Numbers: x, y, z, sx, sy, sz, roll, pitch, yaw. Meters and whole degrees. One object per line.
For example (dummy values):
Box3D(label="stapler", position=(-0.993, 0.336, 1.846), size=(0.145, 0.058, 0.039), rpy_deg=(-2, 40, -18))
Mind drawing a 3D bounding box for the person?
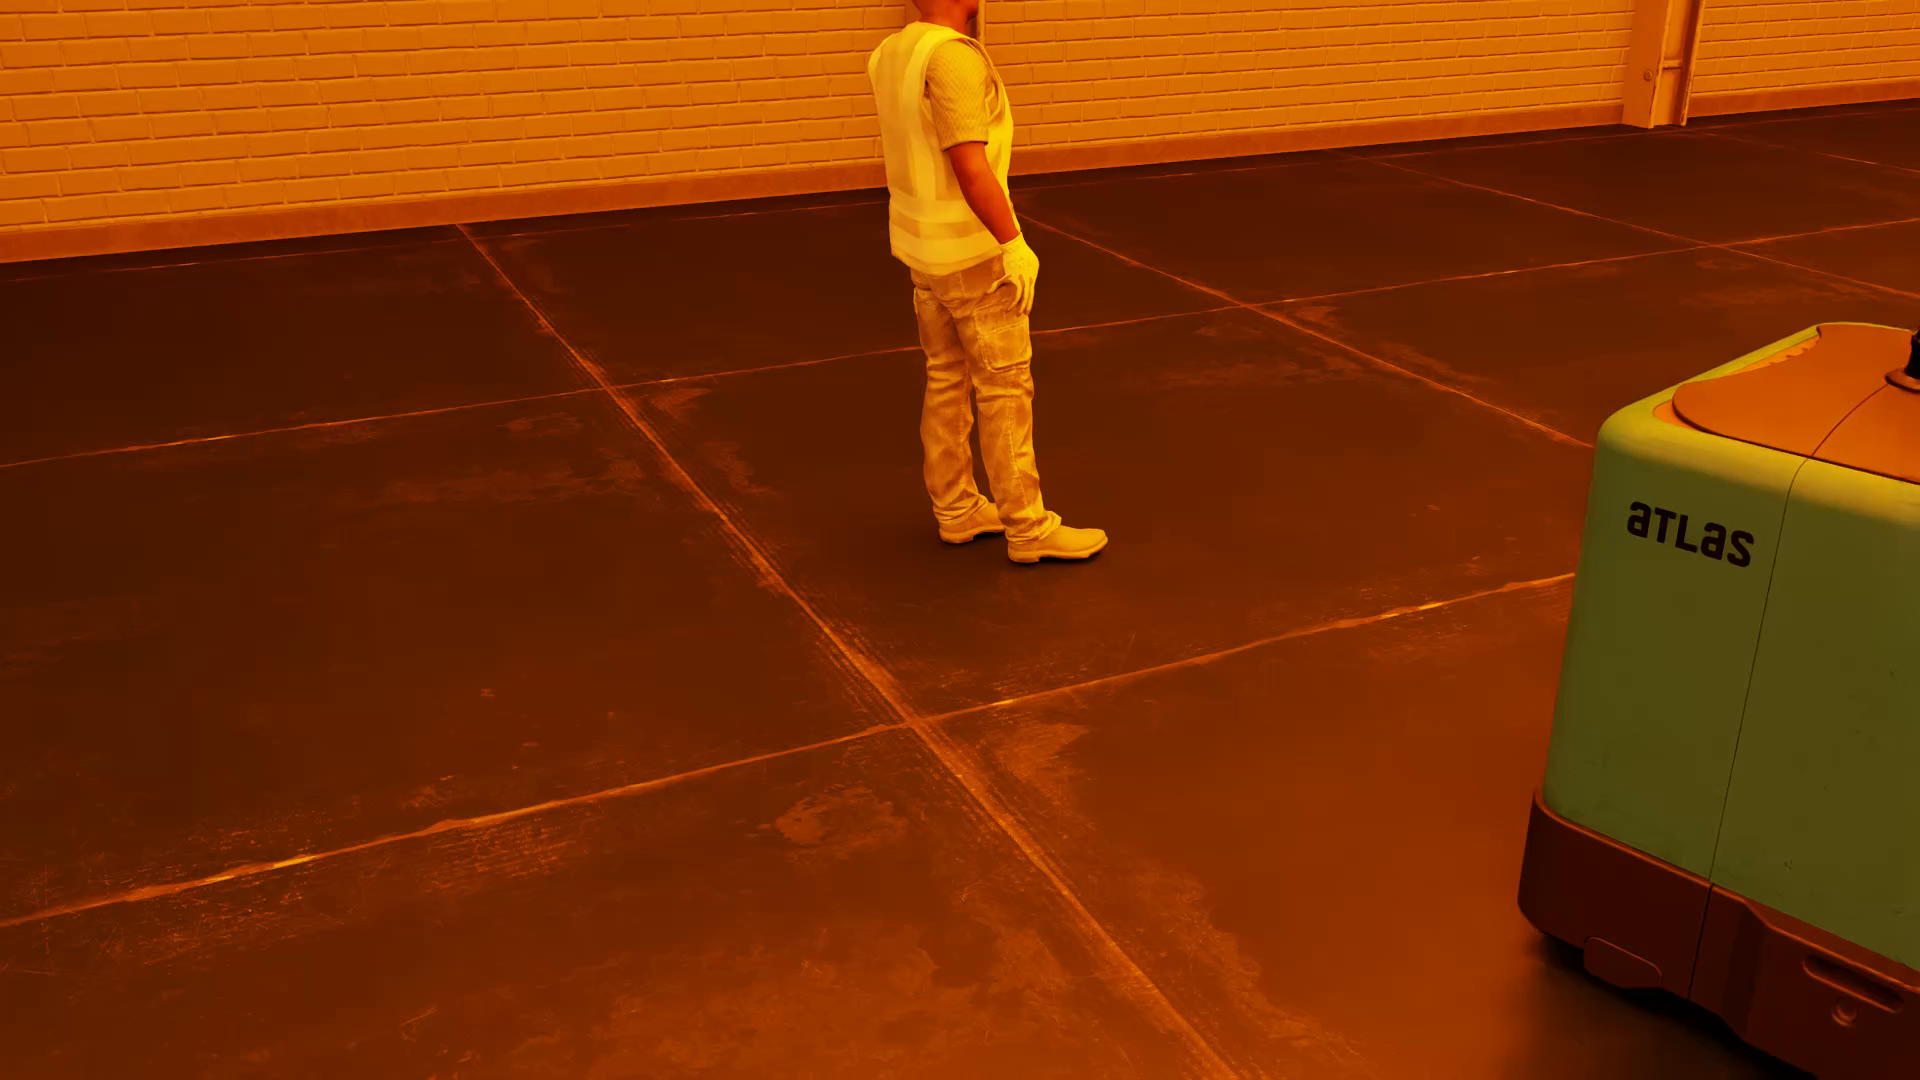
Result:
Box3D(label="person", position=(0.069, -0.839, 4.783), size=(0.575, 1.785, 0.657), rpy_deg=(-10, 25, -23))

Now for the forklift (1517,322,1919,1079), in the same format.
Box3D(label="forklift", position=(2.445, -0.285, 1.972), size=(1.130, 2.935, 3.031), rpy_deg=(-19, 29, -39))
